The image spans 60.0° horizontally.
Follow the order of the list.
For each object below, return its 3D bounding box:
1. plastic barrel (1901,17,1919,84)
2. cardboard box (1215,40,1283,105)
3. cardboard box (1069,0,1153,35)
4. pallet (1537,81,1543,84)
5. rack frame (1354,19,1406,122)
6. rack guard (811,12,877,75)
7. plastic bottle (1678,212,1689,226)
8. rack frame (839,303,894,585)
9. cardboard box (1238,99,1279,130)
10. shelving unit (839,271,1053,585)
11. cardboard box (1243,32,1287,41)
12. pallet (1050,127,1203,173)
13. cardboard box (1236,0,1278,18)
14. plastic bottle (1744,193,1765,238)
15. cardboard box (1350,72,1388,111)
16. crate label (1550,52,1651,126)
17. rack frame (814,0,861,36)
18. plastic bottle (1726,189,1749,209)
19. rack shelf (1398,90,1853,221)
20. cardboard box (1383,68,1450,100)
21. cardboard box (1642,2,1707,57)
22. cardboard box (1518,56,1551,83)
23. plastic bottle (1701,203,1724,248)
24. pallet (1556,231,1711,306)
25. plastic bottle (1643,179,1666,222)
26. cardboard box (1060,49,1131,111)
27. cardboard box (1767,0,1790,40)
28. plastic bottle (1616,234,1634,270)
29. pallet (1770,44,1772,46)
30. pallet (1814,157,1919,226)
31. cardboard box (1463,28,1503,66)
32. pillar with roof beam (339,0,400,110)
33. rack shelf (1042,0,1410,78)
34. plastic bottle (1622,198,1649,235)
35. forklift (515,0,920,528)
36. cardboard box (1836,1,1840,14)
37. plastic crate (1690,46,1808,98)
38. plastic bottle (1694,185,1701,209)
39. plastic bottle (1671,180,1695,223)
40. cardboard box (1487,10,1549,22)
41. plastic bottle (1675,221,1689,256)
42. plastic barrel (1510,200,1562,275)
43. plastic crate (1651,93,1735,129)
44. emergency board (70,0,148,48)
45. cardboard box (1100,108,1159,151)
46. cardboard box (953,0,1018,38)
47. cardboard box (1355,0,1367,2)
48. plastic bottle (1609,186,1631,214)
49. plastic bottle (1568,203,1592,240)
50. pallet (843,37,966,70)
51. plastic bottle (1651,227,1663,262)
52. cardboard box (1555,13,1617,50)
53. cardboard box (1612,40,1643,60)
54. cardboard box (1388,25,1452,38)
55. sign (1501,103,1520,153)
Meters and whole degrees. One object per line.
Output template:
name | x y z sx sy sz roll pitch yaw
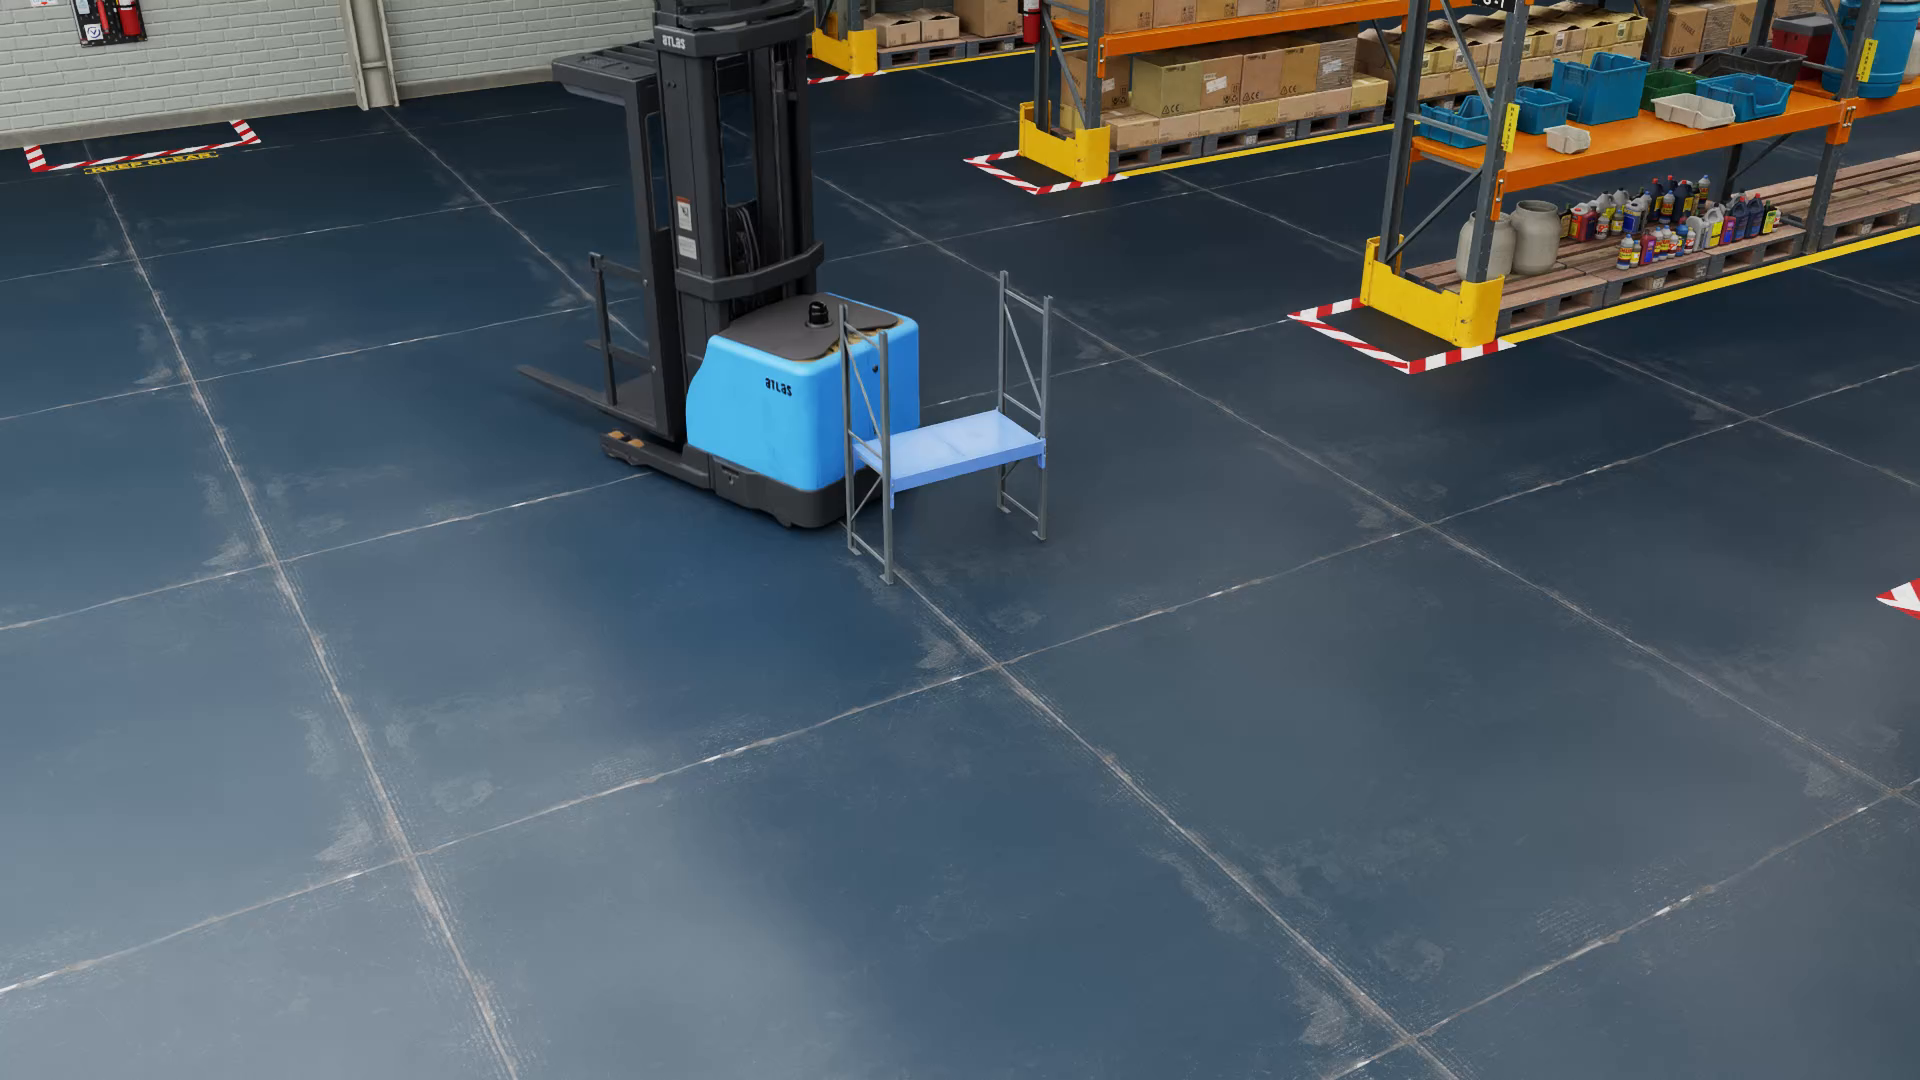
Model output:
plastic barrel | 7.929 -4.153 14.030 0.433 0.535 0.433 0 29 0
cardboard box | 2.908 -4.749 16.886 0.500 0.500 0.500 -16 33 -26
cardboard box | 1.448 -5.189 15.944 0.500 0.500 0.700 -16 33 -26
pallet | 7.206 -5.588 19.657 1.213 0.211 1.003 -16 33 -26
rack frame | 4.487 -6.015 17.545 0.127 3.000 1.000 -16 33 -26
rack guard | -1.409 -6.023 20.146 0.348 0.500 1.175 -16 33 -26
plastic bottle | 5.944 -2.556 13.634 0.133 0.283 0.061 -16 33 -26
rack frame | -0.512 -0.511 9.124 0.032 1.500 0.500 -16 33 -26
cardboard box | 2.908 -4.421 17.068 0.500 0.250 0.500 -16 33 -26
shelving unit | -0.074 -0.636 9.350 1.048 1.500 0.538 -16 33 -26
cardboard box | 3.067 -5.095 17.514 0.500 0.500 0.500 -16 33 -26
pallet | 1.677 -4.020 16.815 1.213 0.211 1.003 -16 33 -26
cardboard box | 2.781 -5.569 16.633 0.500 0.500 0.700 -15 32 -25
plastic bottle | 6.584 -2.706 13.835 0.185 0.351 0.144 -17 33 -28
cardboard box | 4.198 -4.791 17.737 0.500 0.250 0.500 -16 33 -26
crate label | 4.995 -3.550 13.042 0.616 0.435 0.502 -16 33 -26
rack frame | -1.474 -7.099 19.508 0.127 3.000 1.000 -16 33 -26
plastic bottle | 6.511 -2.766 13.944 0.185 0.351 0.144 -16 33 -26
rack shelf | 5.269 -3.146 13.091 4.000 0.370 1.077 -16 33 -26
cardboard box | 4.960 -4.991 18.100 0.500 0.250 0.500 -17 33 -27
cardboard box | 8.473 -6.085 19.803 0.500 0.500 0.500 -14 32 -24
cardboard box | 6.286 -5.367 18.782 0.500 0.250 0.500 -15 32 -25
plastic bottle | 6.140 -2.580 13.606 0.185 0.351 0.144 -16 33 -27
pallet | 5.340 -2.282 13.667 1.213 0.211 1.003 -16 33 -26
plastic bottle | 5.925 -2.913 14.210 0.185 0.351 0.144 -17 33 -28
cardboard box | 1.350 -4.600 16.615 0.500 0.500 0.500 -16 33 -26
cardboard box | 9.804 -6.466 20.494 0.500 0.500 0.500 -17 33 -28
plastic bottle | 5.266 -2.284 13.152 0.097 0.271 0.097 0 29 0
pallet | 10.702 -6.538 21.378 1.213 0.211 1.003 -16 33 -26
pallet | 8.704 -3.239 15.400 1.213 0.211 1.003 -16 33 -26
cardboard box | 5.850 -5.486 18.416 0.500 0.311 0.500 -17 33 -28
pillar with roof beam | -4.301 -6.995 13.111 0.400 9.000 9.100 -16 33 -26
rack shelf | 2.763 -5.211 16.832 4.000 0.370 1.077 -16 33 -26
plastic bottle | 5.655 -2.720 13.938 0.135 0.276 0.152 -16 33 -26
forklift | -1.688 -1.931 10.216 3.031 2.935 1.130 22 36 34
cardboard box | 11.104 -6.831 21.156 0.500 0.500 0.500 -16 33 -27
plastic crate | 6.478 -3.848 13.683 0.504 0.338 0.767 -16 33 -26
plastic bottle | 6.409 -2.998 14.519 0.097 0.201 0.097 0 29 0
plastic bottle | 6.160 -2.899 14.184 0.185 0.351 0.144 -16 33 -26
cardboard box | 6.446 -5.958 19.272 0.500 0.311 0.500 -17 33 -28
plastic bottle | 5.822 -2.442 13.438 0.097 0.271 0.097 0 29 0
plastic barrel | 4.506 -2.382 13.102 0.421 0.512 0.421 0 29 0
plastic crate | 5.722 -3.332 12.957 0.437 0.136 0.530 -16 33 -26
emergency board | -8.632 -5.573 16.743 0.643 1.169 0.194 -16 33 -26
cardboard box | 1.614 -4.055 16.404 0.500 0.250 0.500 -16 33 -26
cardboard box | 0.317 -6.627 20.786 0.500 0.500 0.700 -18 34 -29
cardboard box | 4.108 -5.948 17.319 0.500 0.500 0.700 -17 33 -28
plastic bottle | 5.558 -2.809 14.021 0.185 0.351 0.144 -16 33 -27
plastic bottle | 5.137 -2.654 13.818 0.135 0.276 0.152 -16 33 -26
pallet | -0.690 -6.081 20.550 1.213 0.211 1.003 -16 33 -26
plastic bottle | 5.561 -2.368 13.304 0.097 0.271 0.097 0 29 0
cardboard box | 7.164 -5.859 19.093 0.500 0.311 0.500 -16 33 -27
cardboard box | 7.606 -5.744 19.465 0.500 0.250 0.500 -15 32 -25
cardboard box | 5.137 -5.589 18.604 0.500 0.311 0.500 -15 32 -25
sign | 3.820 -2.863 11.546 0.005 0.325 0.100 -16 33 -26
